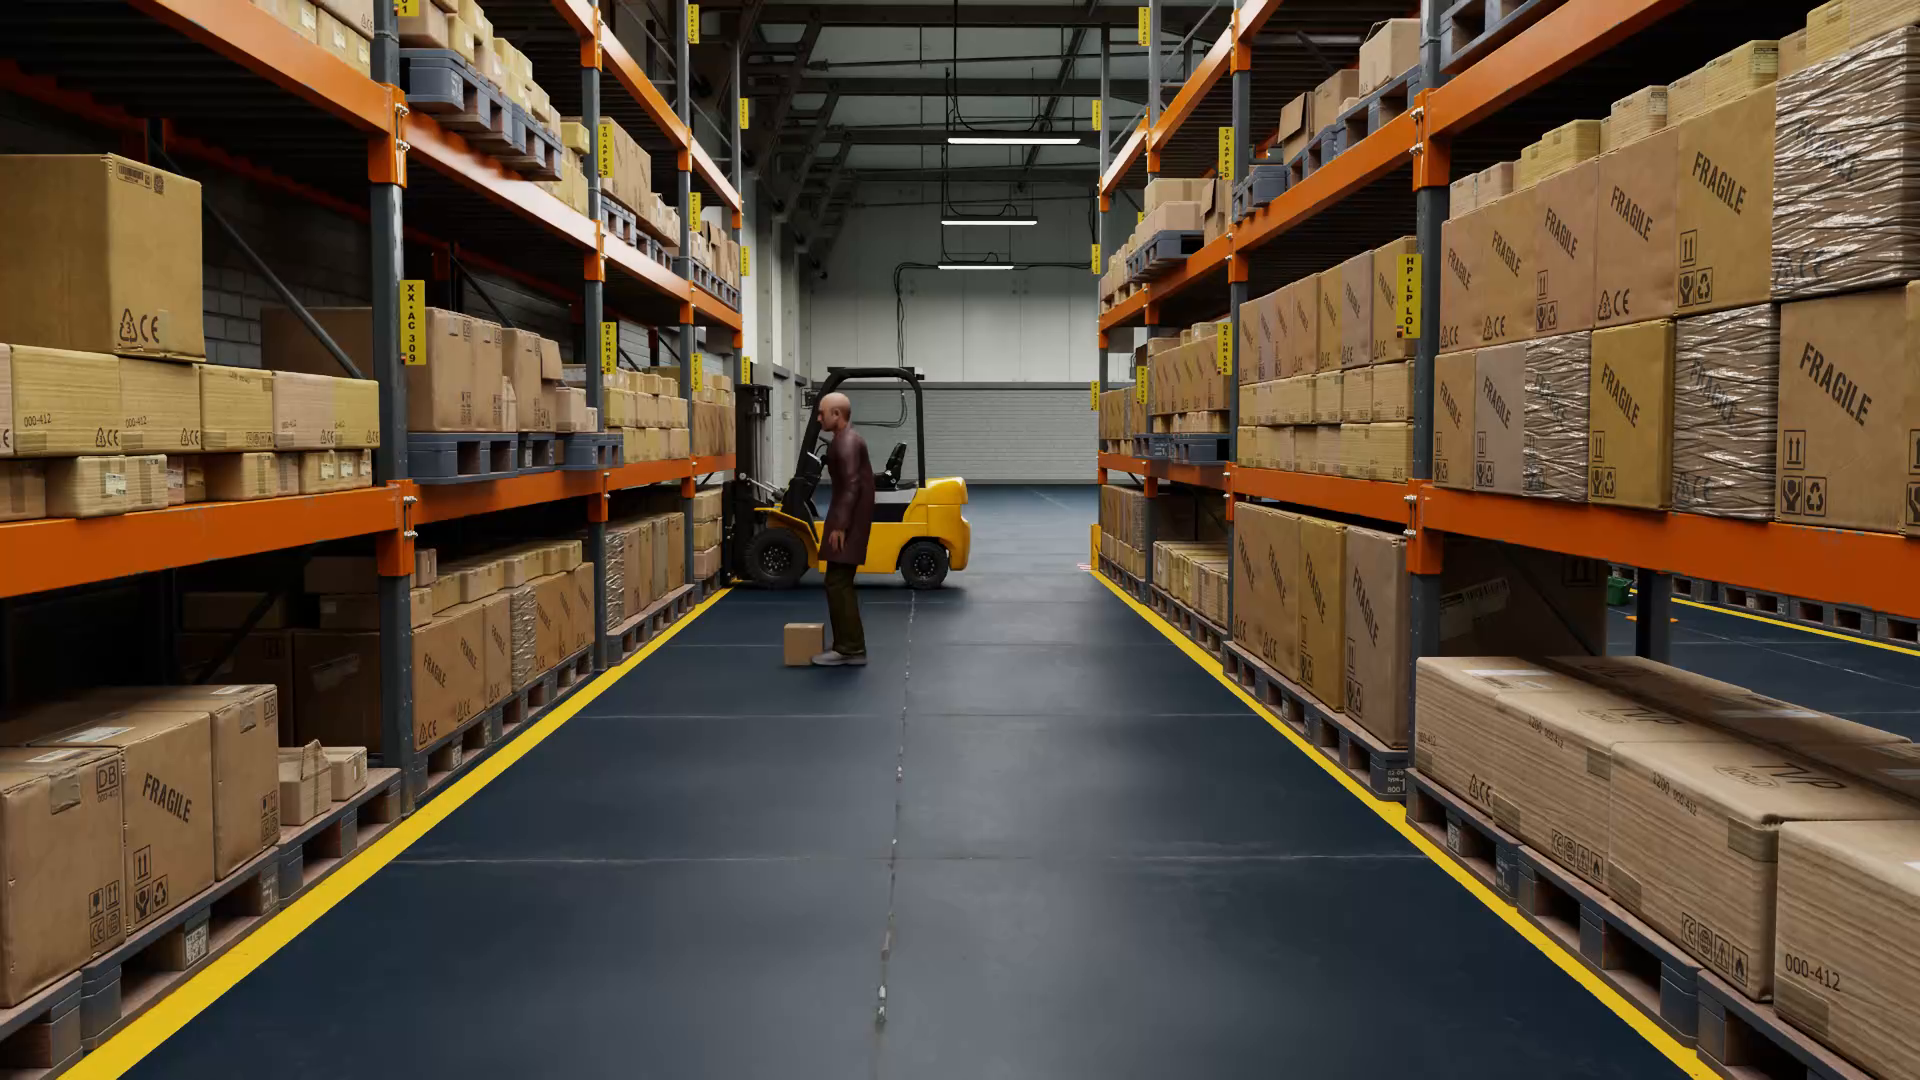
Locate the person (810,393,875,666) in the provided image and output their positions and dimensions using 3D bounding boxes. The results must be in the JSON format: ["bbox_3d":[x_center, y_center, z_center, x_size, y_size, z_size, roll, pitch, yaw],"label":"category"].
[{"bbox_3d":[-0.769,-0.076,10.893,0.427,1.773,0.631,0,4,-4],"label":"person"}]
